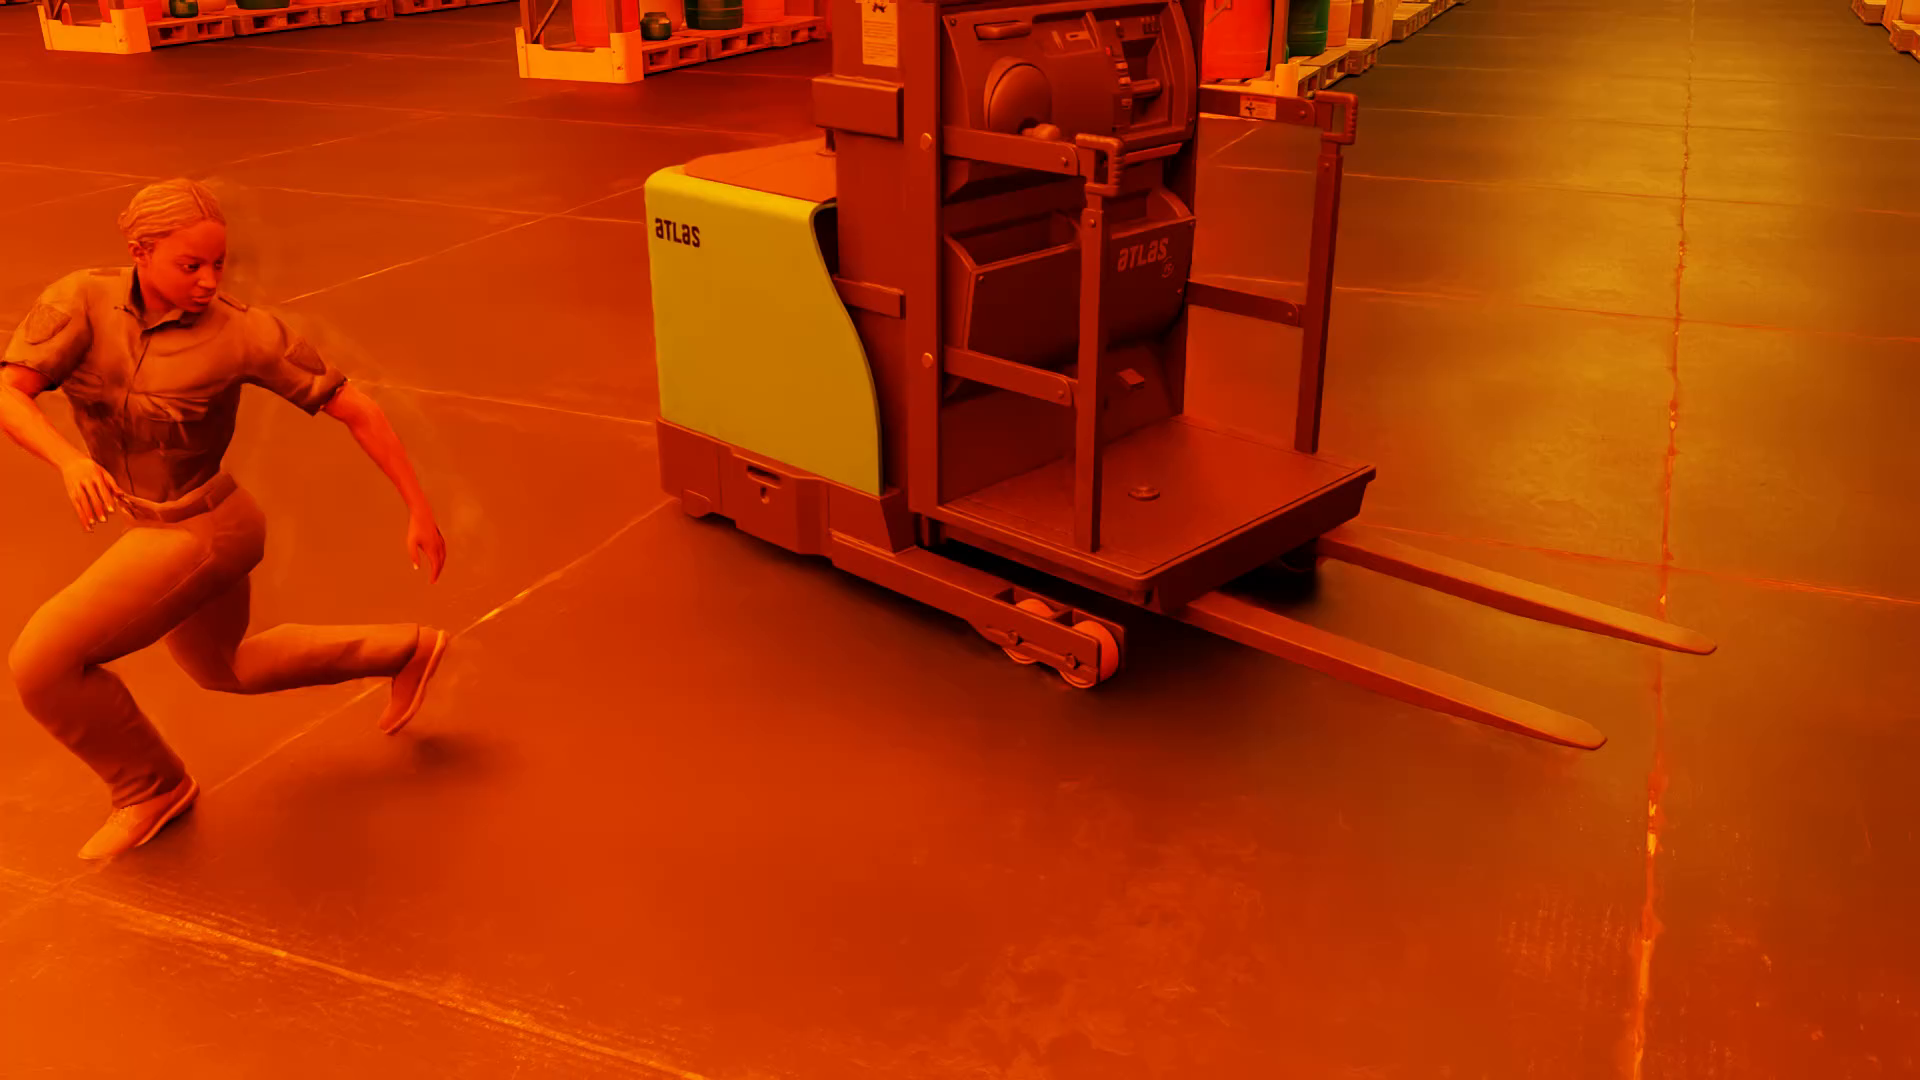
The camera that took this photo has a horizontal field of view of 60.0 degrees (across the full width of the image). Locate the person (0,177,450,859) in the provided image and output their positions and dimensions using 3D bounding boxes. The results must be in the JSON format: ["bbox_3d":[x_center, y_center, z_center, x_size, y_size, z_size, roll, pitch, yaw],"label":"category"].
[{"bbox_3d":[-1.516,-0.047,3.469,0.625,1.429,0.895,18,29,37],"label":"person"}]

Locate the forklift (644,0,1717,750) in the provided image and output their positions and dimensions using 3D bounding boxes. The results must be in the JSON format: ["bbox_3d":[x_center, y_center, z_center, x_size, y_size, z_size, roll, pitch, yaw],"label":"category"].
[{"bbox_3d":[0.458,-1.206,4.177,3.031,2.935,1.130,20,30,39],"label":"forklift"}]
